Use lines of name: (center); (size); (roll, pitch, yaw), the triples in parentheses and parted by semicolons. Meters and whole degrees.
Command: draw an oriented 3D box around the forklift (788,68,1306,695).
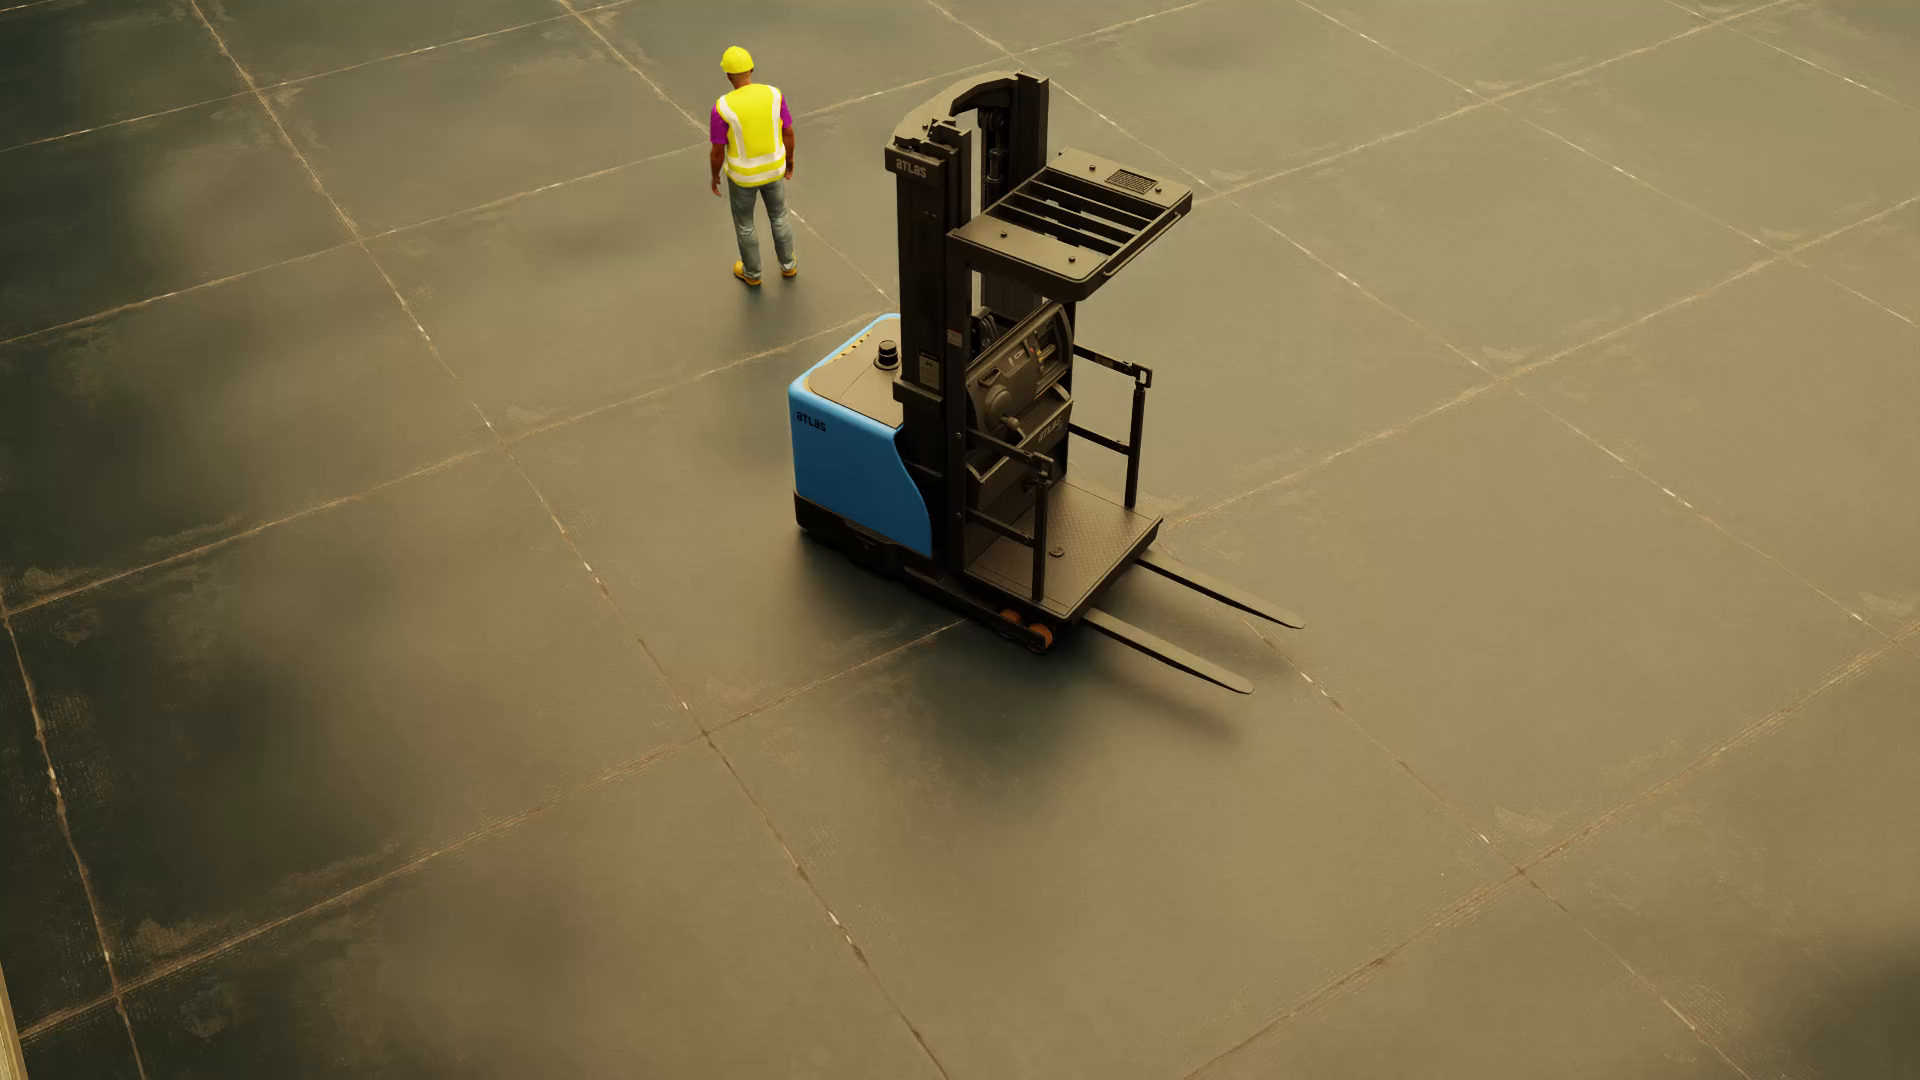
forklift: (0.496, -0.872, 8.869); (3.031, 2.935, 1.130); (25, 47, 26)

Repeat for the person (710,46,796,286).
person: (-1.464, -2.635, 11.778); (0.637, 1.761, 0.456); (-18, 44, -20)
